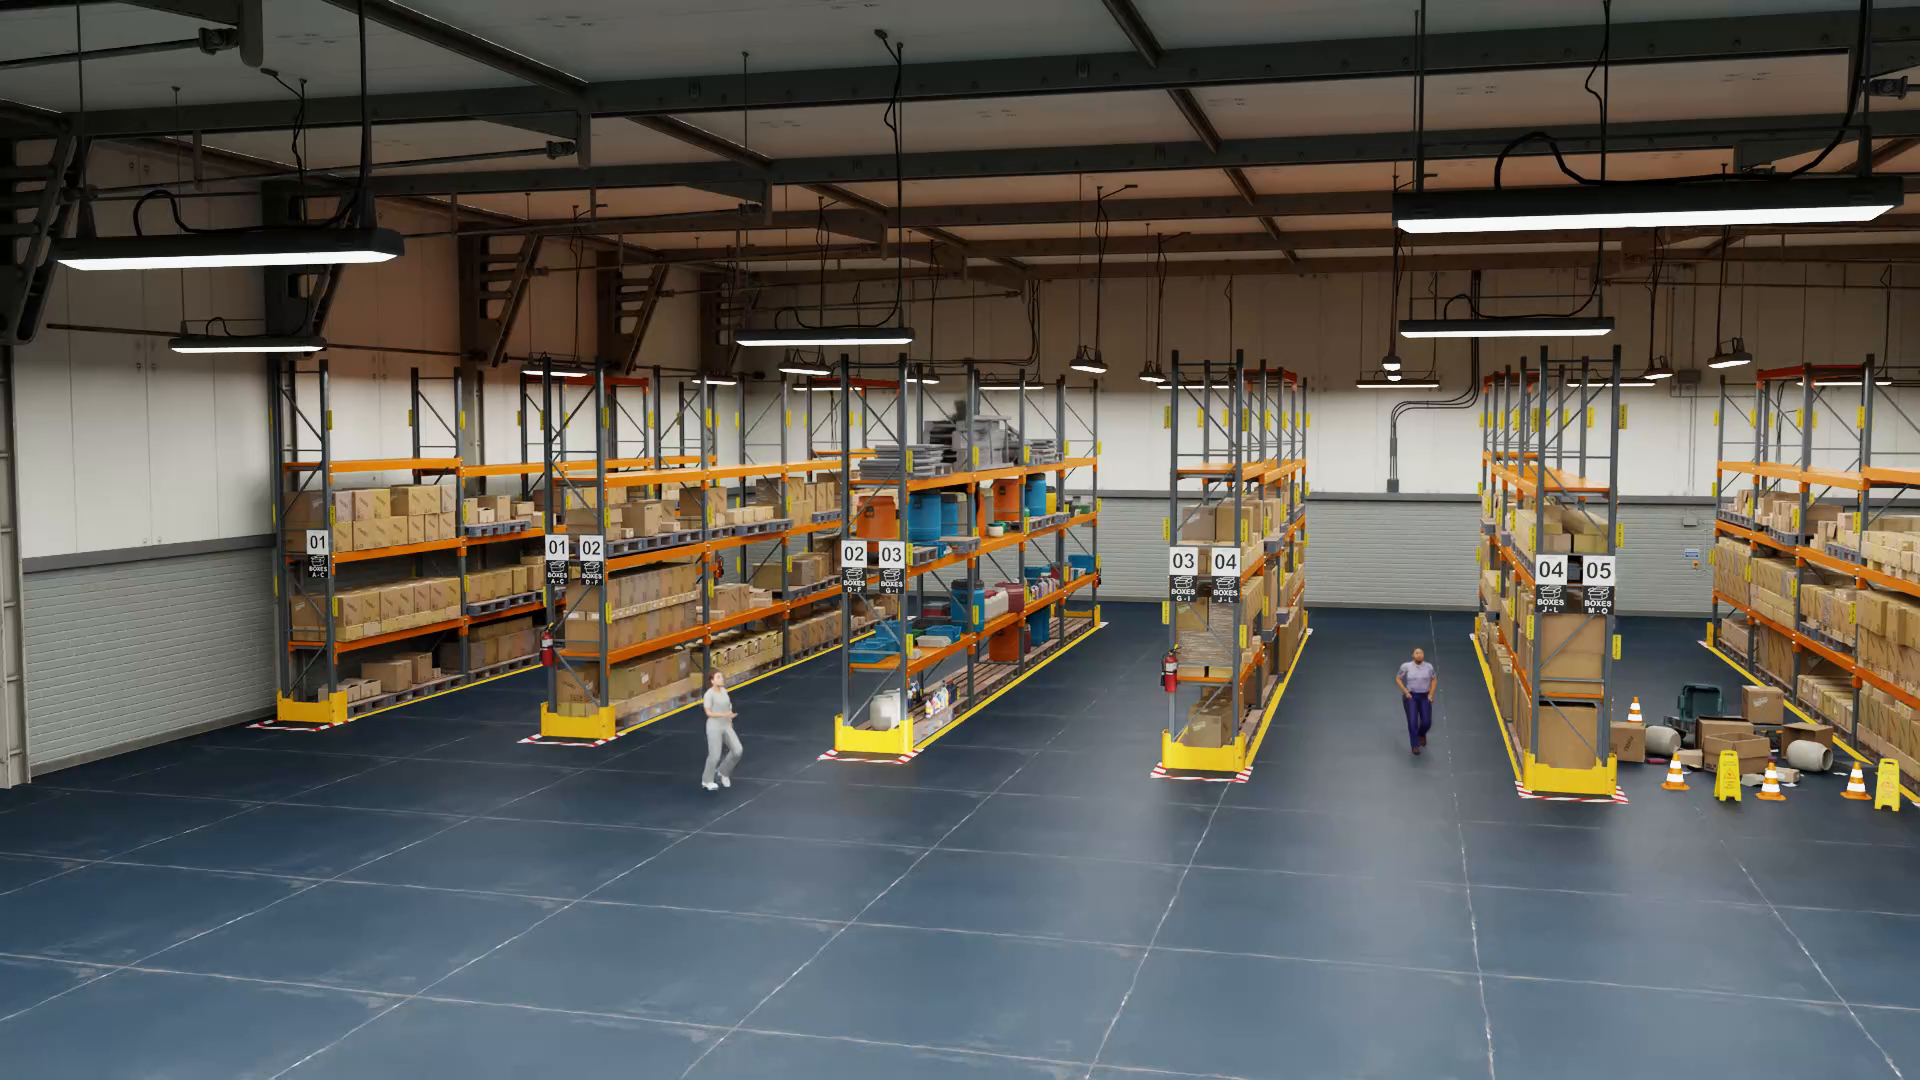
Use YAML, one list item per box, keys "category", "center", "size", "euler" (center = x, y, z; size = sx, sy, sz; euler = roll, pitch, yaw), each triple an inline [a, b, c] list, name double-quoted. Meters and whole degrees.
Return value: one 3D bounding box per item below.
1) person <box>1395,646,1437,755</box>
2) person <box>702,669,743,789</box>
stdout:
- category: "person"
  center: [6.878, 2.404, 25.084]
  size: [0.613, 1.618, 0.551]
  euler: [0, 4, 7]
- category: "person"
  center: [-3.221, 2.561, 22.438]
  size: [0.655, 1.633, 0.556]
  euler: [3, 5, 39]
